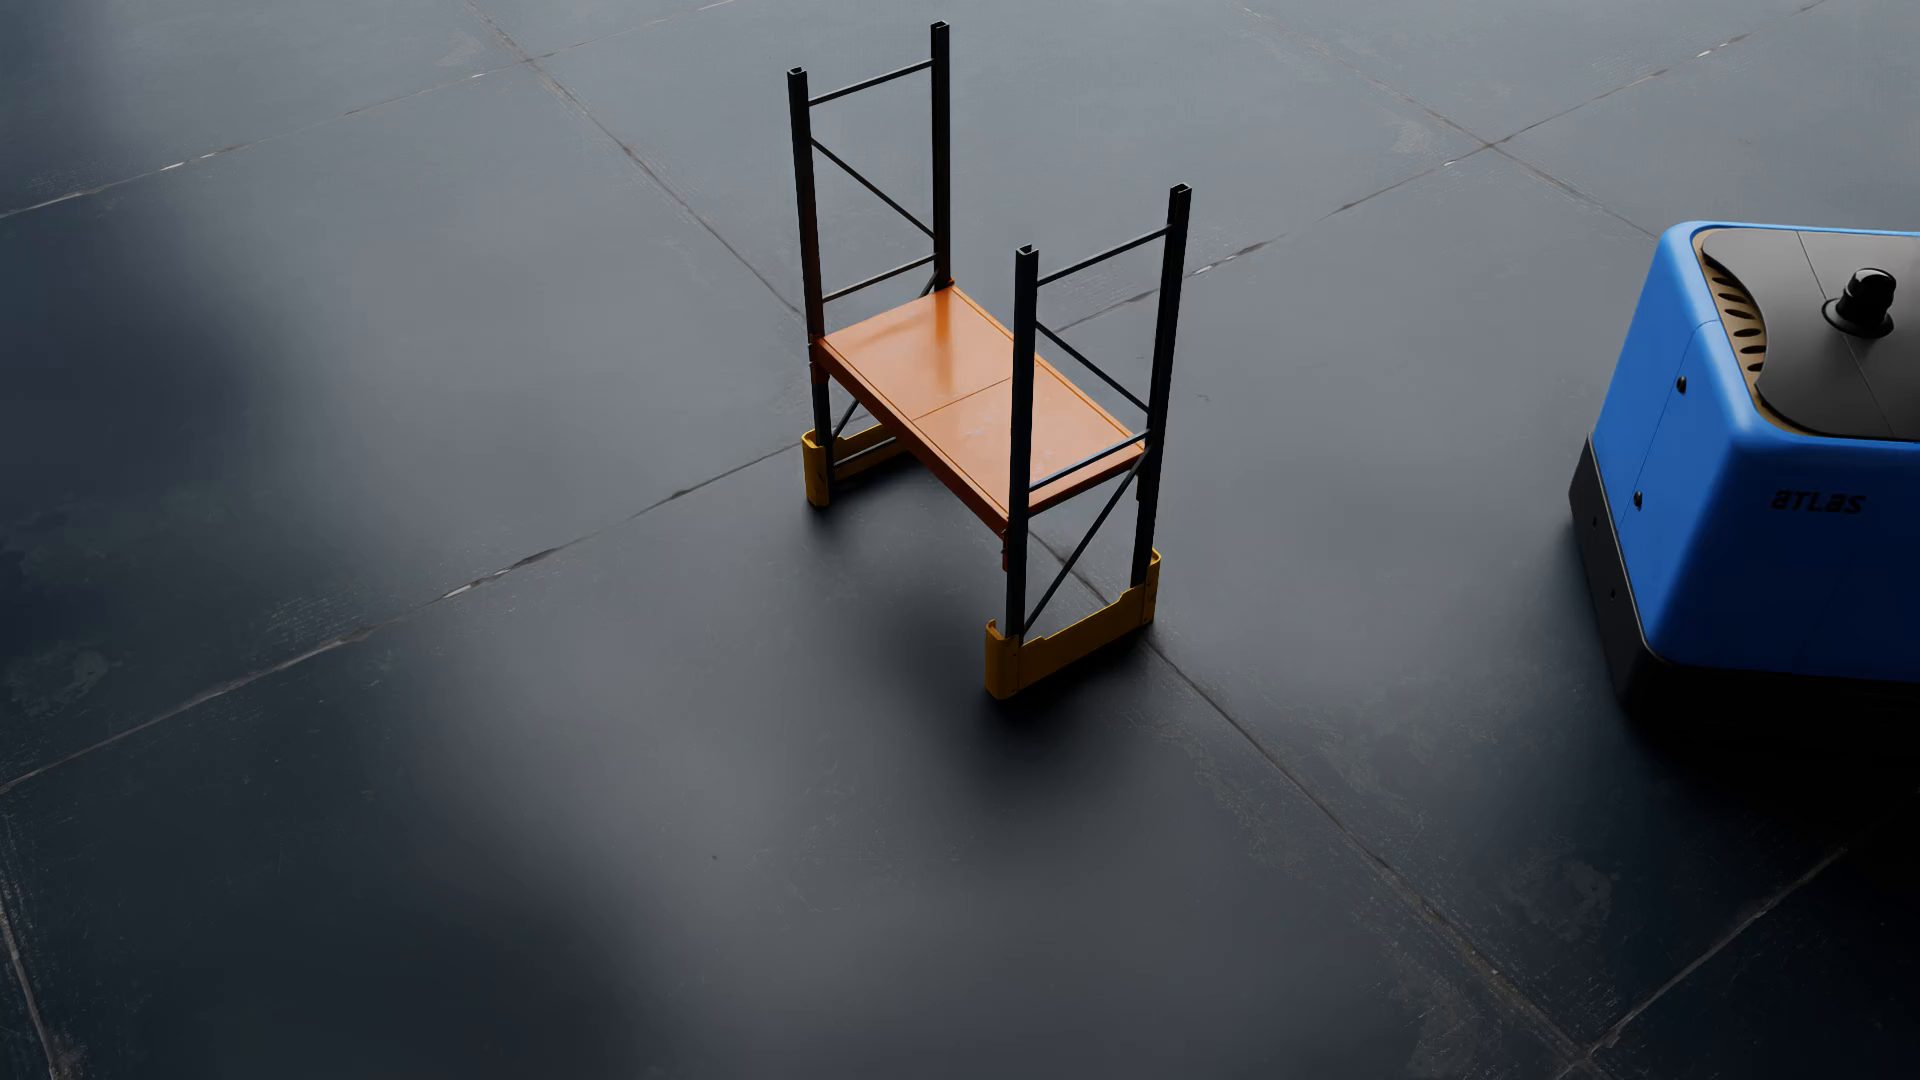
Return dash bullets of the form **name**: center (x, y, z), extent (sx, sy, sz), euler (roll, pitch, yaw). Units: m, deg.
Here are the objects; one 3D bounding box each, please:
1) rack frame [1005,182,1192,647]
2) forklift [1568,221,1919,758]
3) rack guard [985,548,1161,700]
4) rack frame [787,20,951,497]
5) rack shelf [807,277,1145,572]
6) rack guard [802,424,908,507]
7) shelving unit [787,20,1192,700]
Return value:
- **rack frame**: center (0.340, -0.206, 4.380), extent (0.500, 1.500, 0.032), euler (-26, 49, -24)
- **forklift**: center (3.401, -0.751, 3.914), extent (3.031, 2.935, 1.130), euler (4, 44, 4)
- **rack guard**: center (0.329, 0.235, 4.823), extent (0.587, 0.250, 0.087), euler (-26, 49, -24)
- **rack frame**: center (-0.242, -0.782, 4.983), extent (0.500, 1.500, 0.032), euler (-26, 49, -24)
- **rack shelf**: center (0.049, -0.364, 4.806), extent (0.538, 0.185, 1.000), euler (-26, 49, -24)
- **rack guard**: center (-0.241, -0.329, 5.414), extent (0.587, 0.250, 0.087), euler (-26, 49, -24)
- **shelving unit**: center (0.044, -0.499, 4.687), extent (0.587, 1.500, 1.083), euler (-26, 49, -24)
